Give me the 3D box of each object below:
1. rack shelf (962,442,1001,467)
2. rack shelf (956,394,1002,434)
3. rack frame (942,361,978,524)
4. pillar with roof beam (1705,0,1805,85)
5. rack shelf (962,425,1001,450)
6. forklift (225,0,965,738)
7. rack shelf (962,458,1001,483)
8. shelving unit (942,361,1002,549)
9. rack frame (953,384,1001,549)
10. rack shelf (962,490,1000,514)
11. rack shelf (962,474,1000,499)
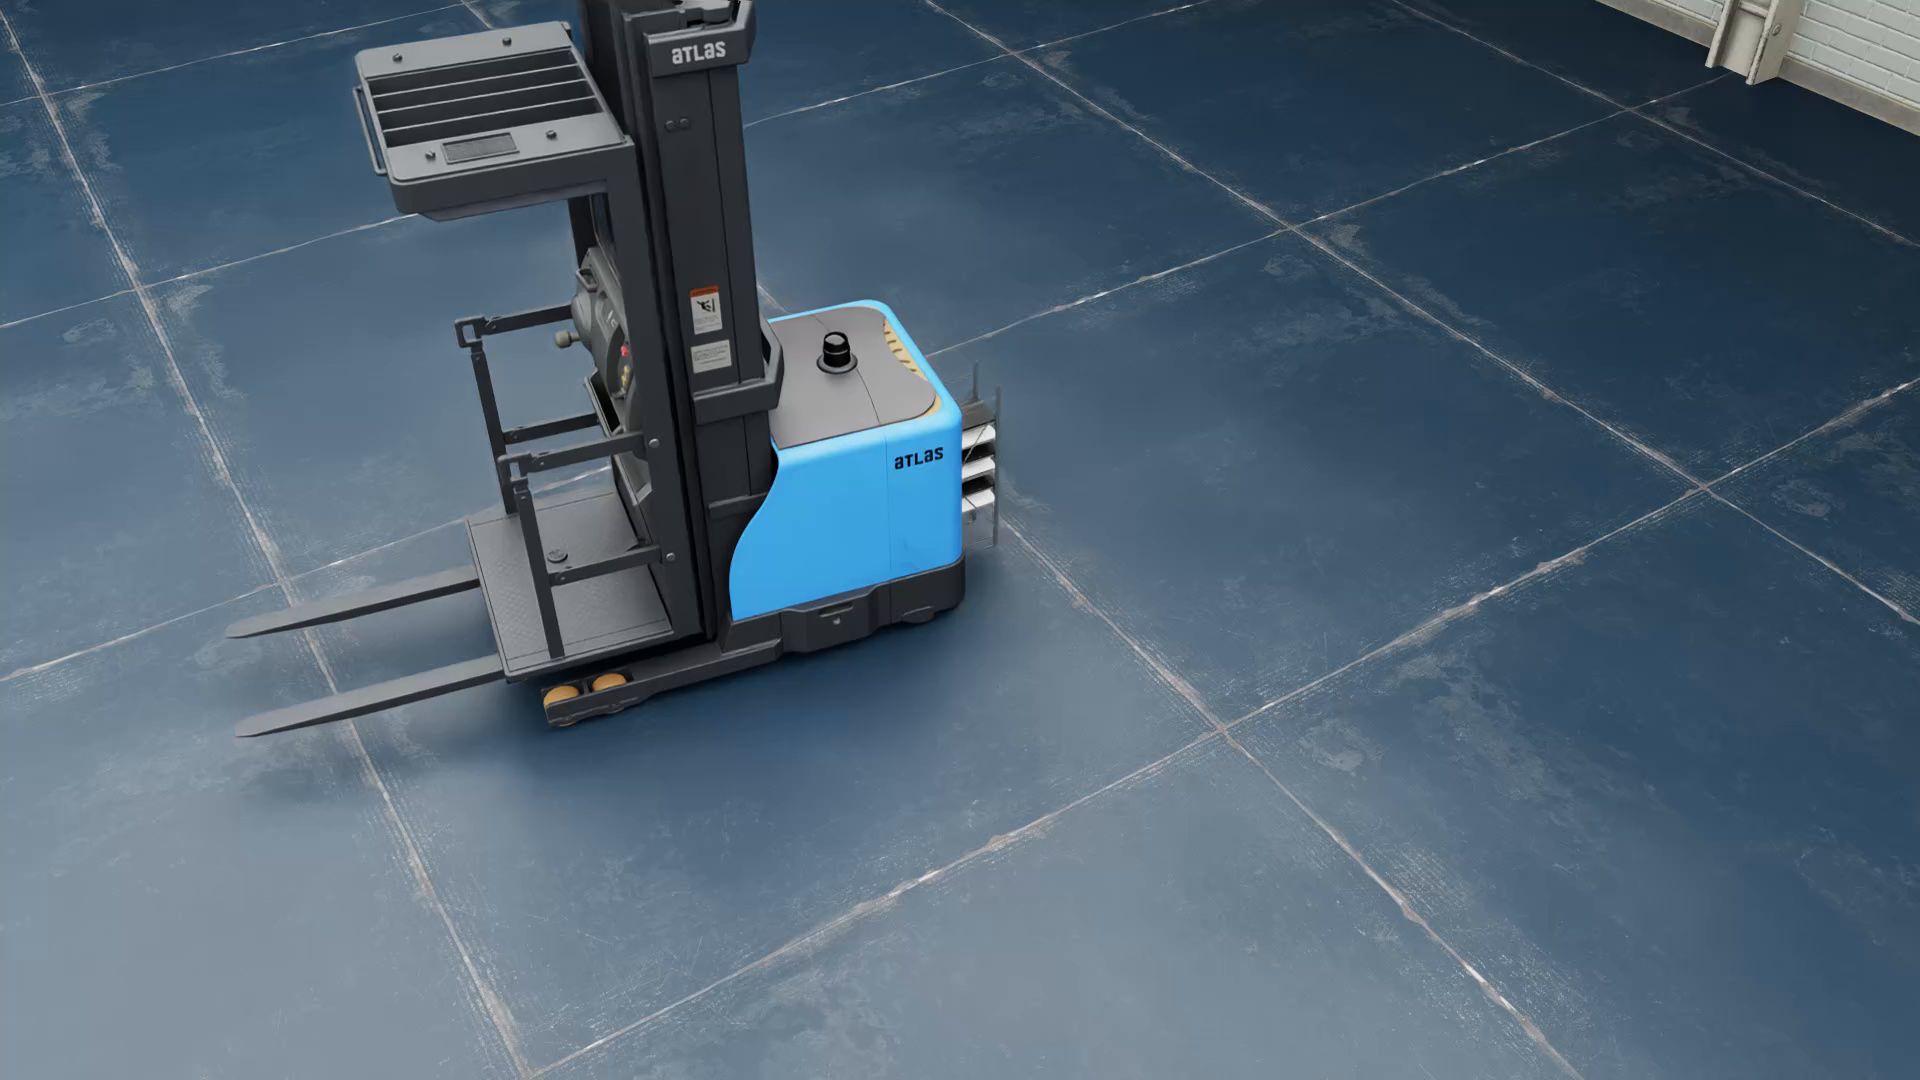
[{"bbox_3d":[0.021,-0.388,7.424,0.258,0.077,0.200,-19,43,-22],"label":"rack shelf"},{"bbox_3d":[0.021,-0.526,7.308,0.258,0.077,0.200,-19,43,-22],"label":"rack shelf"},{"bbox_3d":[-0.028,-0.401,7.528,0.240,0.900,0.006,-19,43,-22],"label":"rack frame"},{"bbox_3d":[1.887,-5.290,7.068,9.100,9.000,0.400,-22,45,-24],"label":"pillar with roof beam"},{"bbox_3d":[0.021,-0.457,7.366,0.258,0.077,0.200,-19,43,-22],"label":"rack shelf"},{"bbox_3d":[-1.546,-0.747,6.357,3.031,2.935,1.130,-14,42,-17],"label":"forklift"},{"bbox_3d":[0.021,-0.319,7.481,0.258,0.077,0.200,-19,43,-22],"label":"rack shelf"},{"bbox_3d":[0.021,-0.344,7.460,0.258,0.900,0.210,-19,43,-22],"label":"shelving unit"},{"bbox_3d":[0.070,-0.287,7.391,0.240,0.900,0.006,-19,43,-22],"label":"rack frame"},{"bbox_3d":[0.021,-0.180,7.596,0.258,0.077,0.200,-19,43,-22],"label":"rack shelf"},{"bbox_3d":[0.021,-0.249,7.539,0.258,0.077,0.200,-19,43,-22],"label":"rack shelf"}]
